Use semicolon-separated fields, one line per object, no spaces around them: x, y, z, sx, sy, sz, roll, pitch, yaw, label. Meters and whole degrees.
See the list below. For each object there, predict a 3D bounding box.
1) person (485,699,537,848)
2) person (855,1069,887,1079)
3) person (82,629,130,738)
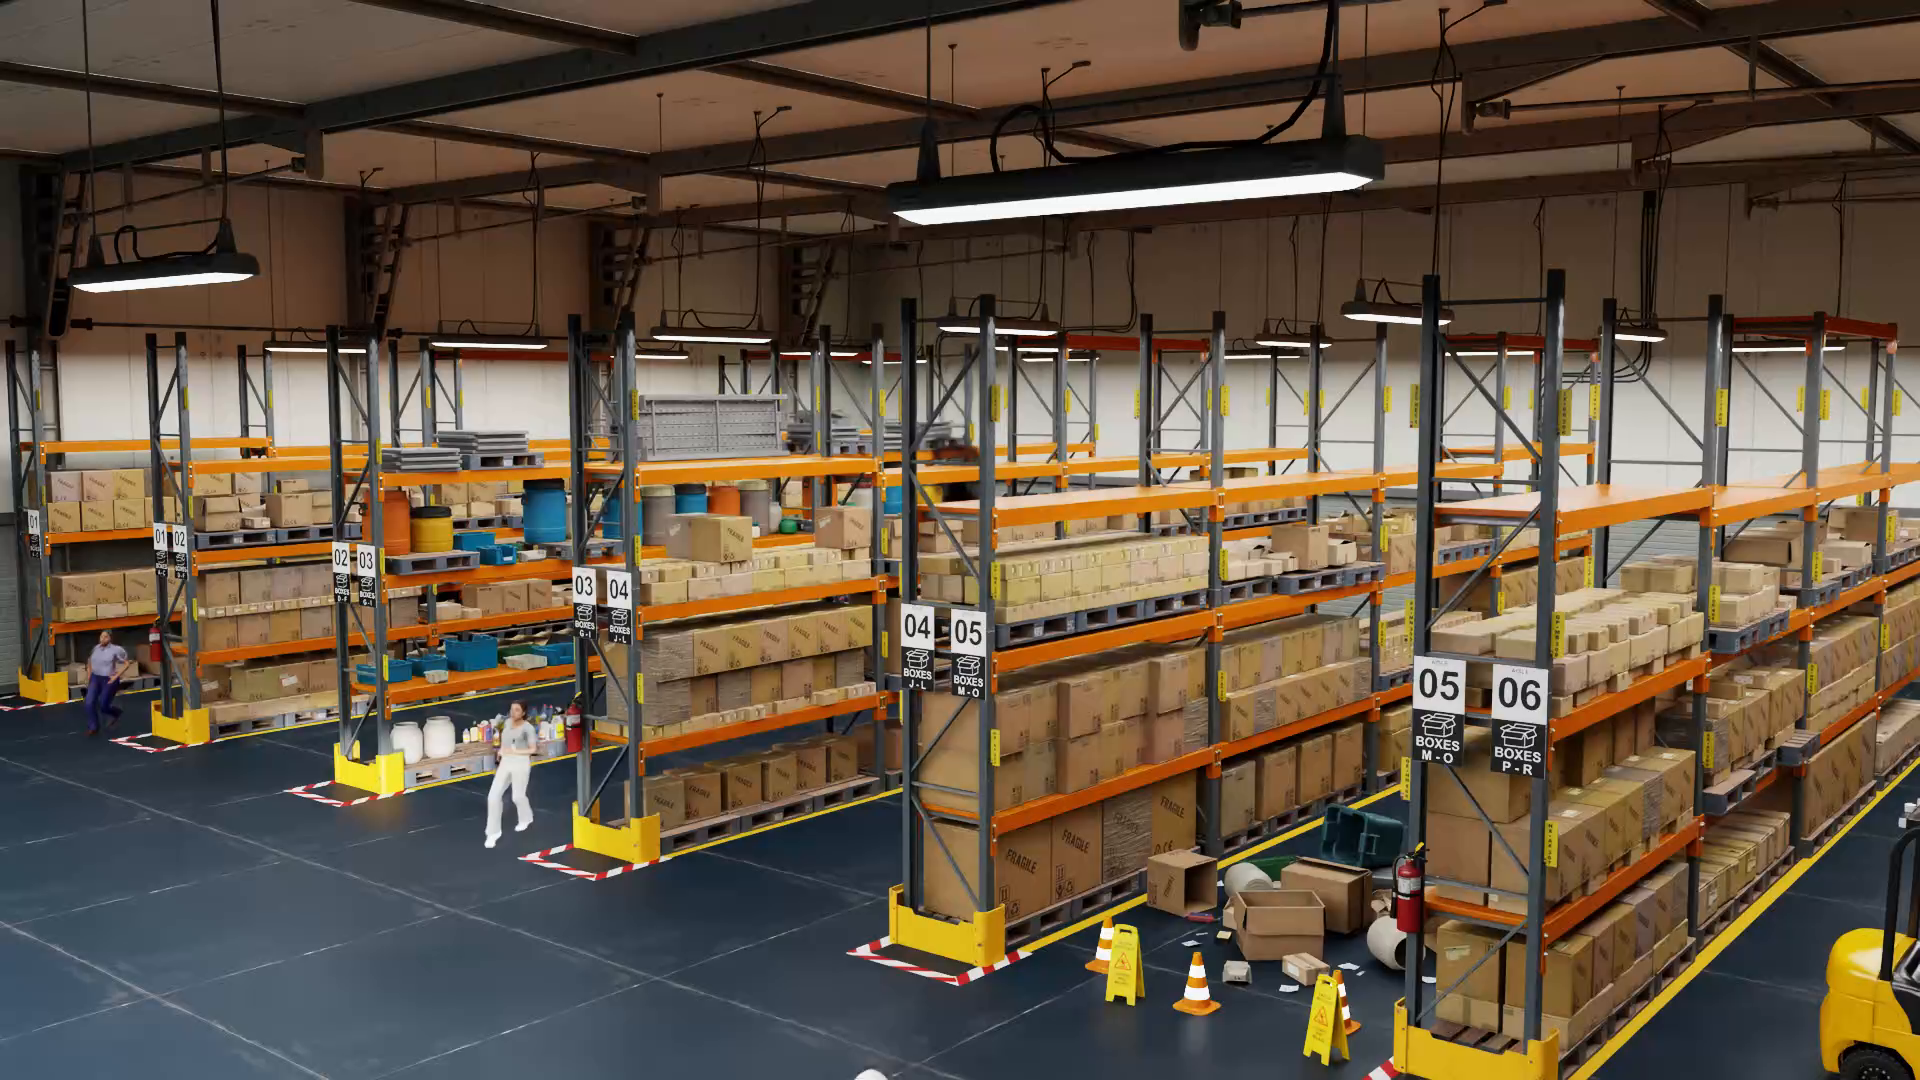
-5.051;2.652;19.068;0.578;1.726;0.812;2;5;16;person
-0.434;3.519;8.439;0.711;1.795;1.037;0;5;0;person
-12.818;2.142;25.035;0.659;1.594;0.660;1;5;6;person
